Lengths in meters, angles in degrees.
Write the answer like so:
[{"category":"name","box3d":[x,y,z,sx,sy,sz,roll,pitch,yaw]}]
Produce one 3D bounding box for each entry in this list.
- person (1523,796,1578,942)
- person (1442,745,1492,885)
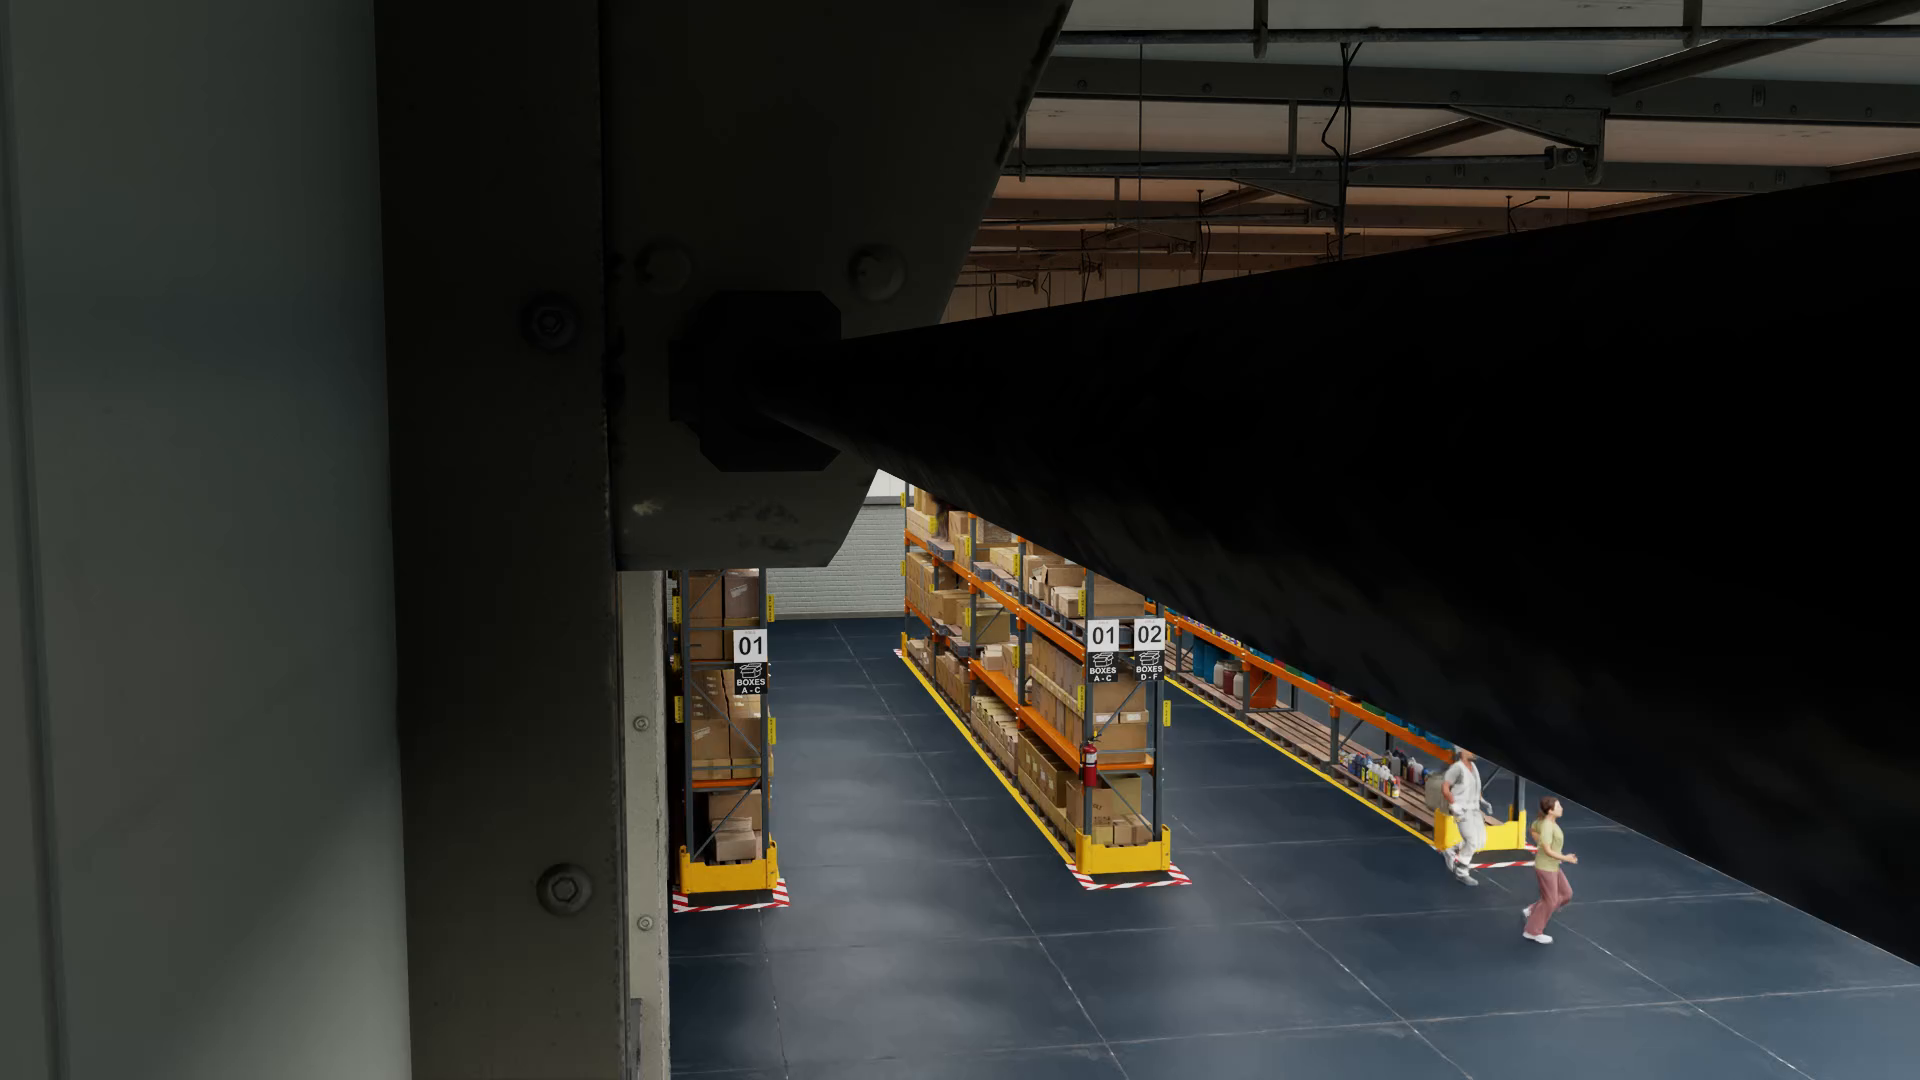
[{"category":"person","box3d":[6.513,3.618,18.320,0.544,1.639,0.602,2,6,19]},{"category":"person","box3d":[6.254,3.347,20.573,0.717,1.734,0.547,-5,8,-41]}]
